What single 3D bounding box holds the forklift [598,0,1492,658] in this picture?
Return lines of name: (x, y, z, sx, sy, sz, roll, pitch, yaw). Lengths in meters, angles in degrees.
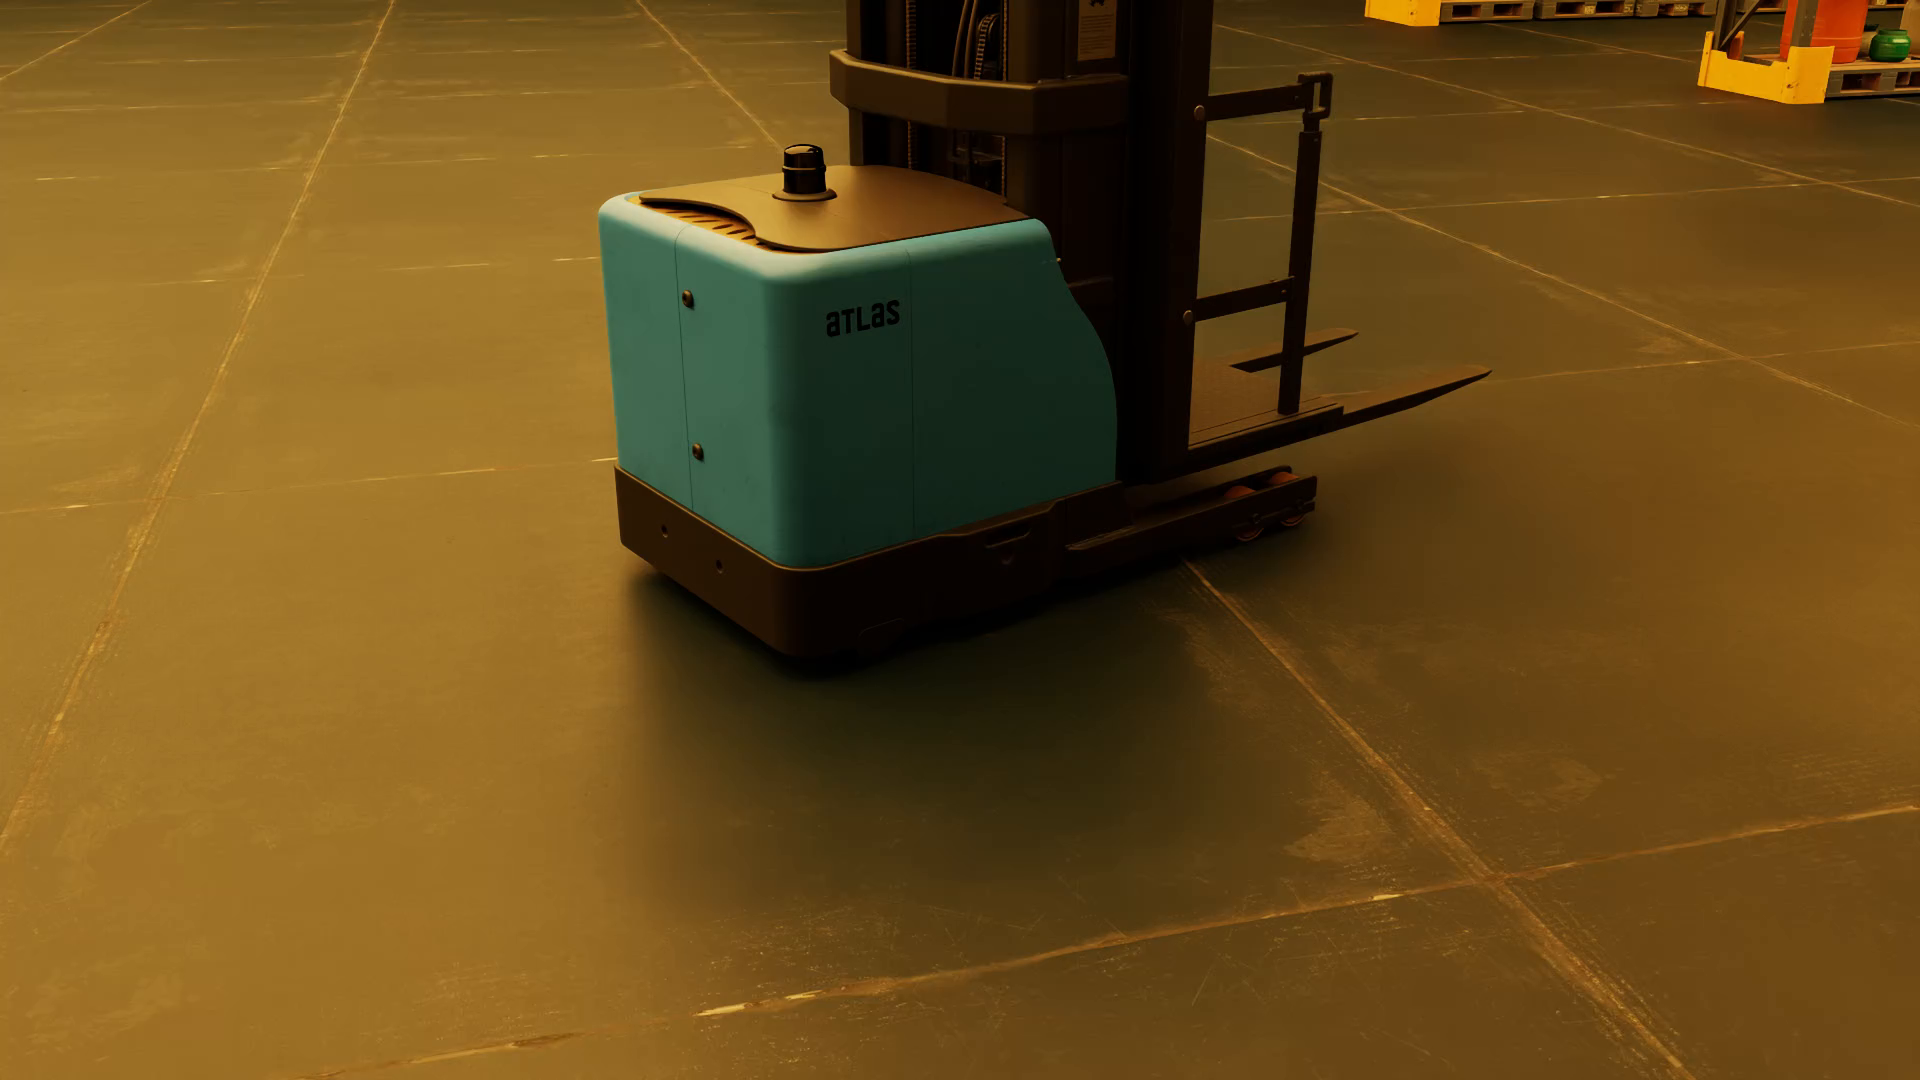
forklift: (0.484, -1.493, 4.818, 3.031, 2.935, 1.130, -17, 28, -34)
